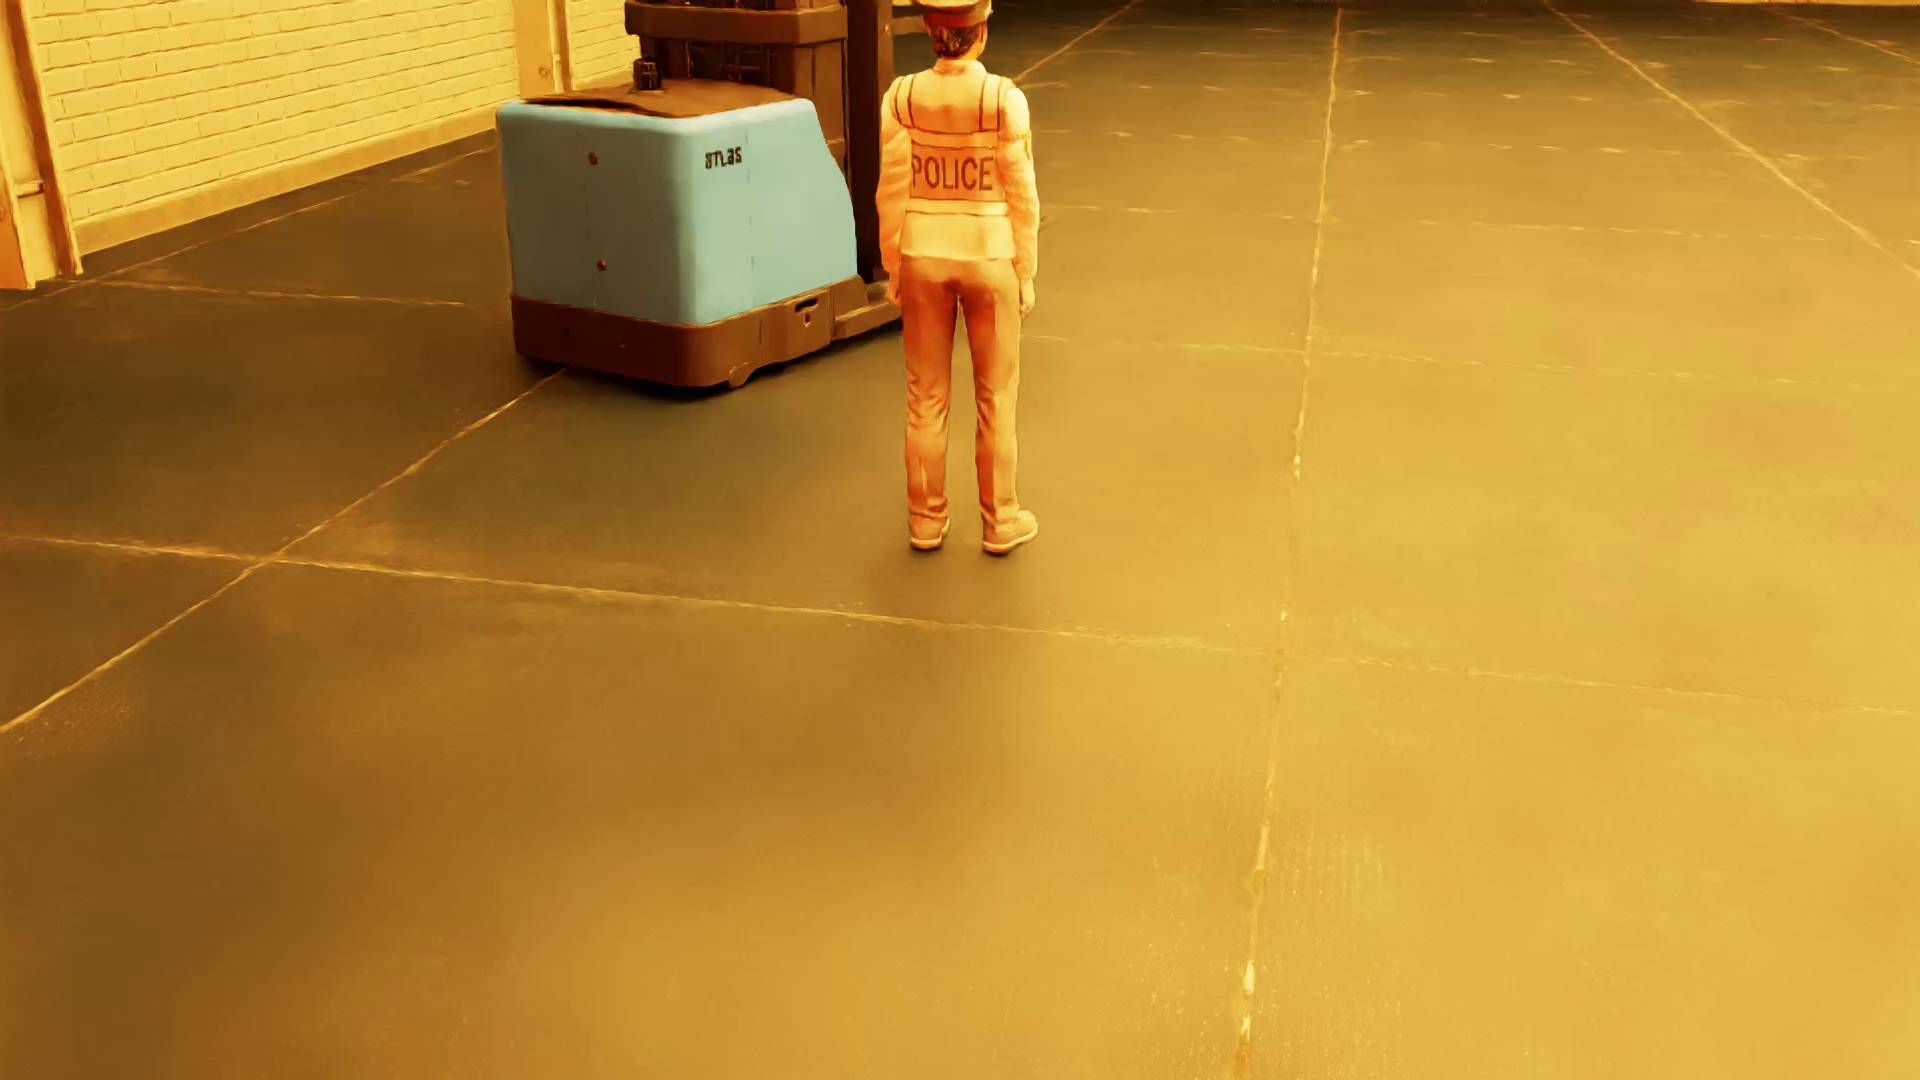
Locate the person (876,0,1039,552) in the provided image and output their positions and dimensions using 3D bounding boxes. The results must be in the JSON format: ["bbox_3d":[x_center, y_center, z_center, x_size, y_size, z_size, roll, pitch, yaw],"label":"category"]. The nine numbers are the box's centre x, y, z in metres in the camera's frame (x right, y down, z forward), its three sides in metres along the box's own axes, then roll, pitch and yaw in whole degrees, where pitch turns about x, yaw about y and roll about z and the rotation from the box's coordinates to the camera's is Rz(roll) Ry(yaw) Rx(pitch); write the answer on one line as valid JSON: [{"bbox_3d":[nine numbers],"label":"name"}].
[{"bbox_3d":[0.002,-0.786,4.844,0.463,1.692,0.337,5,23,11],"label":"person"}]

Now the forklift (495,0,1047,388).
[{"bbox_3d":[-0.630,-2.451,7.278,1.130,2.935,3.031,13,26,30],"label":"forklift"}]
